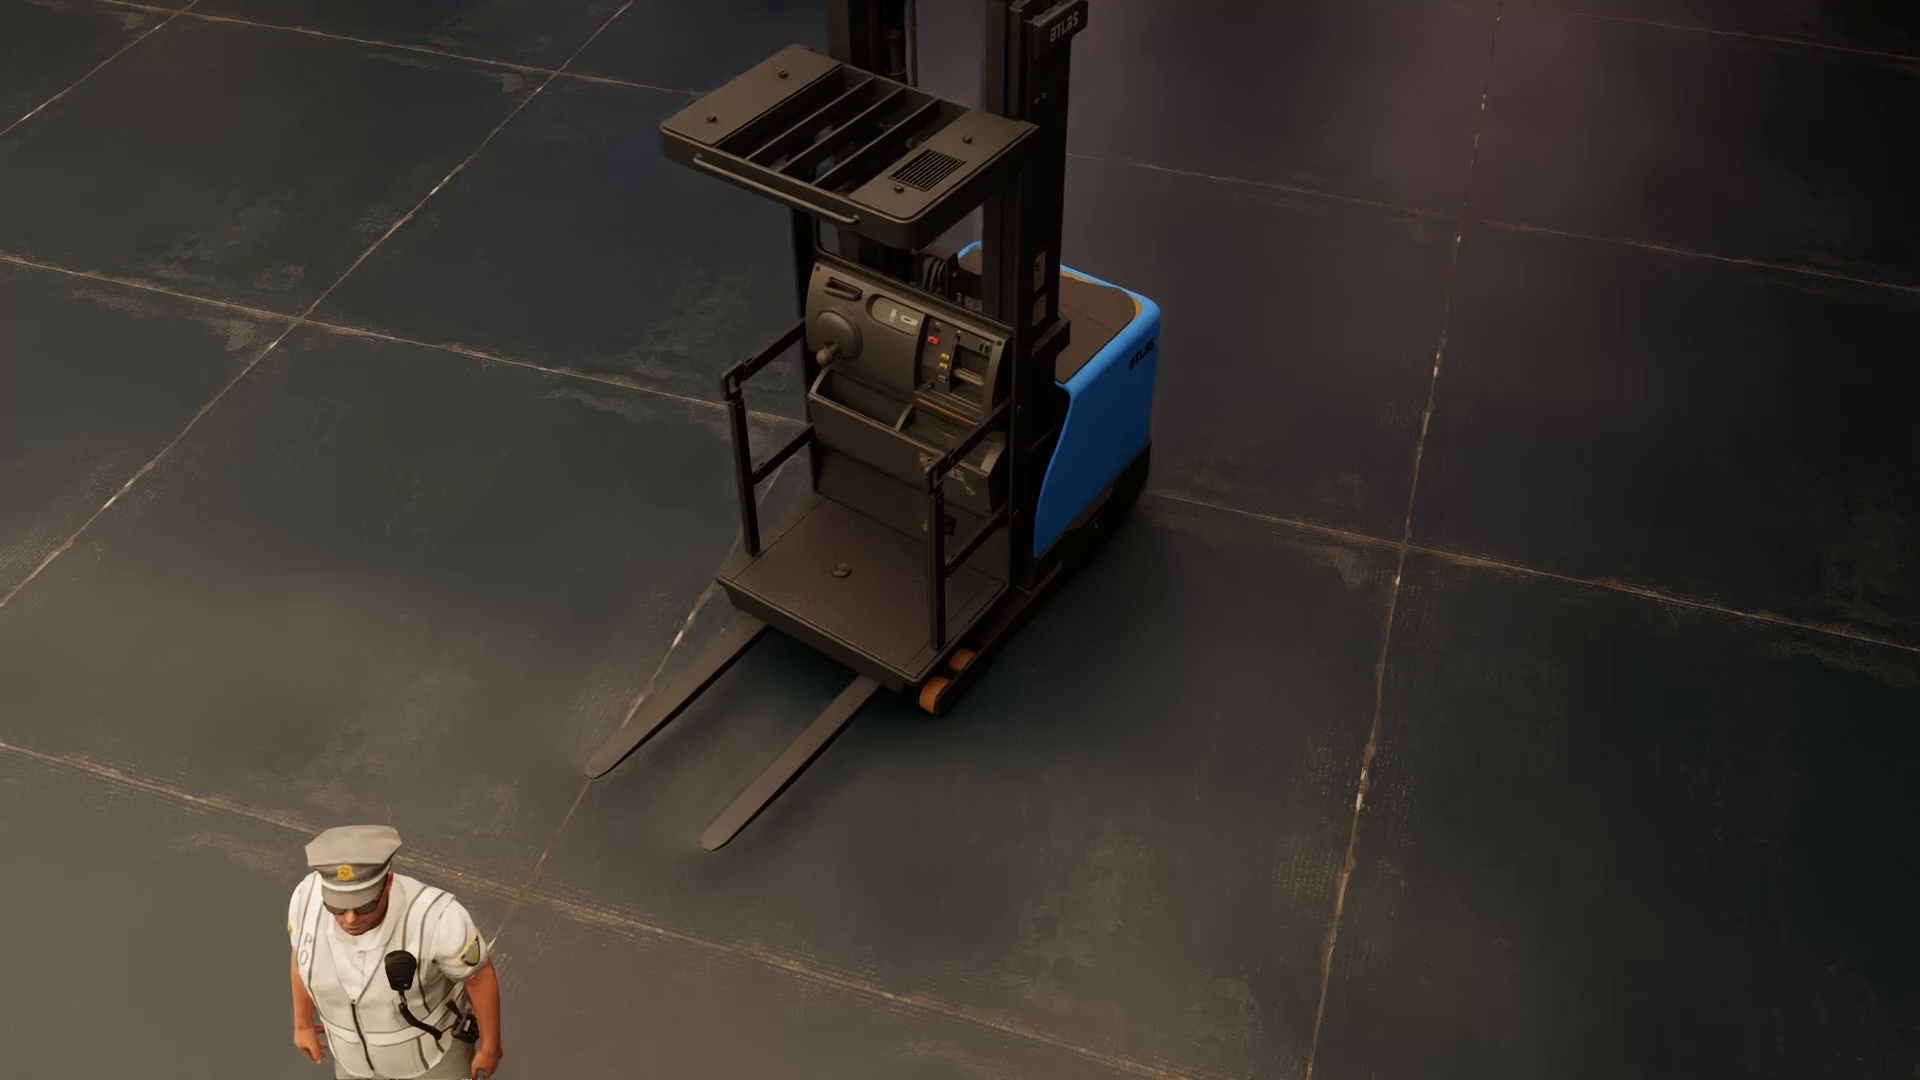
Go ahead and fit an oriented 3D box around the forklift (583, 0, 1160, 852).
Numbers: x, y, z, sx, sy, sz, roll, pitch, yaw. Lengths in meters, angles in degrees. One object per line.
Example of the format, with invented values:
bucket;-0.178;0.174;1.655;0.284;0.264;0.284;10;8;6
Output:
forklift;-0.345;-0.712;6.454;1.130;2.935;3.031;25;49;25

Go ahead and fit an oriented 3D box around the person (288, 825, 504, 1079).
person;-1.674;1.510;4.906;0.628;1.780;0.551;4;43;5
